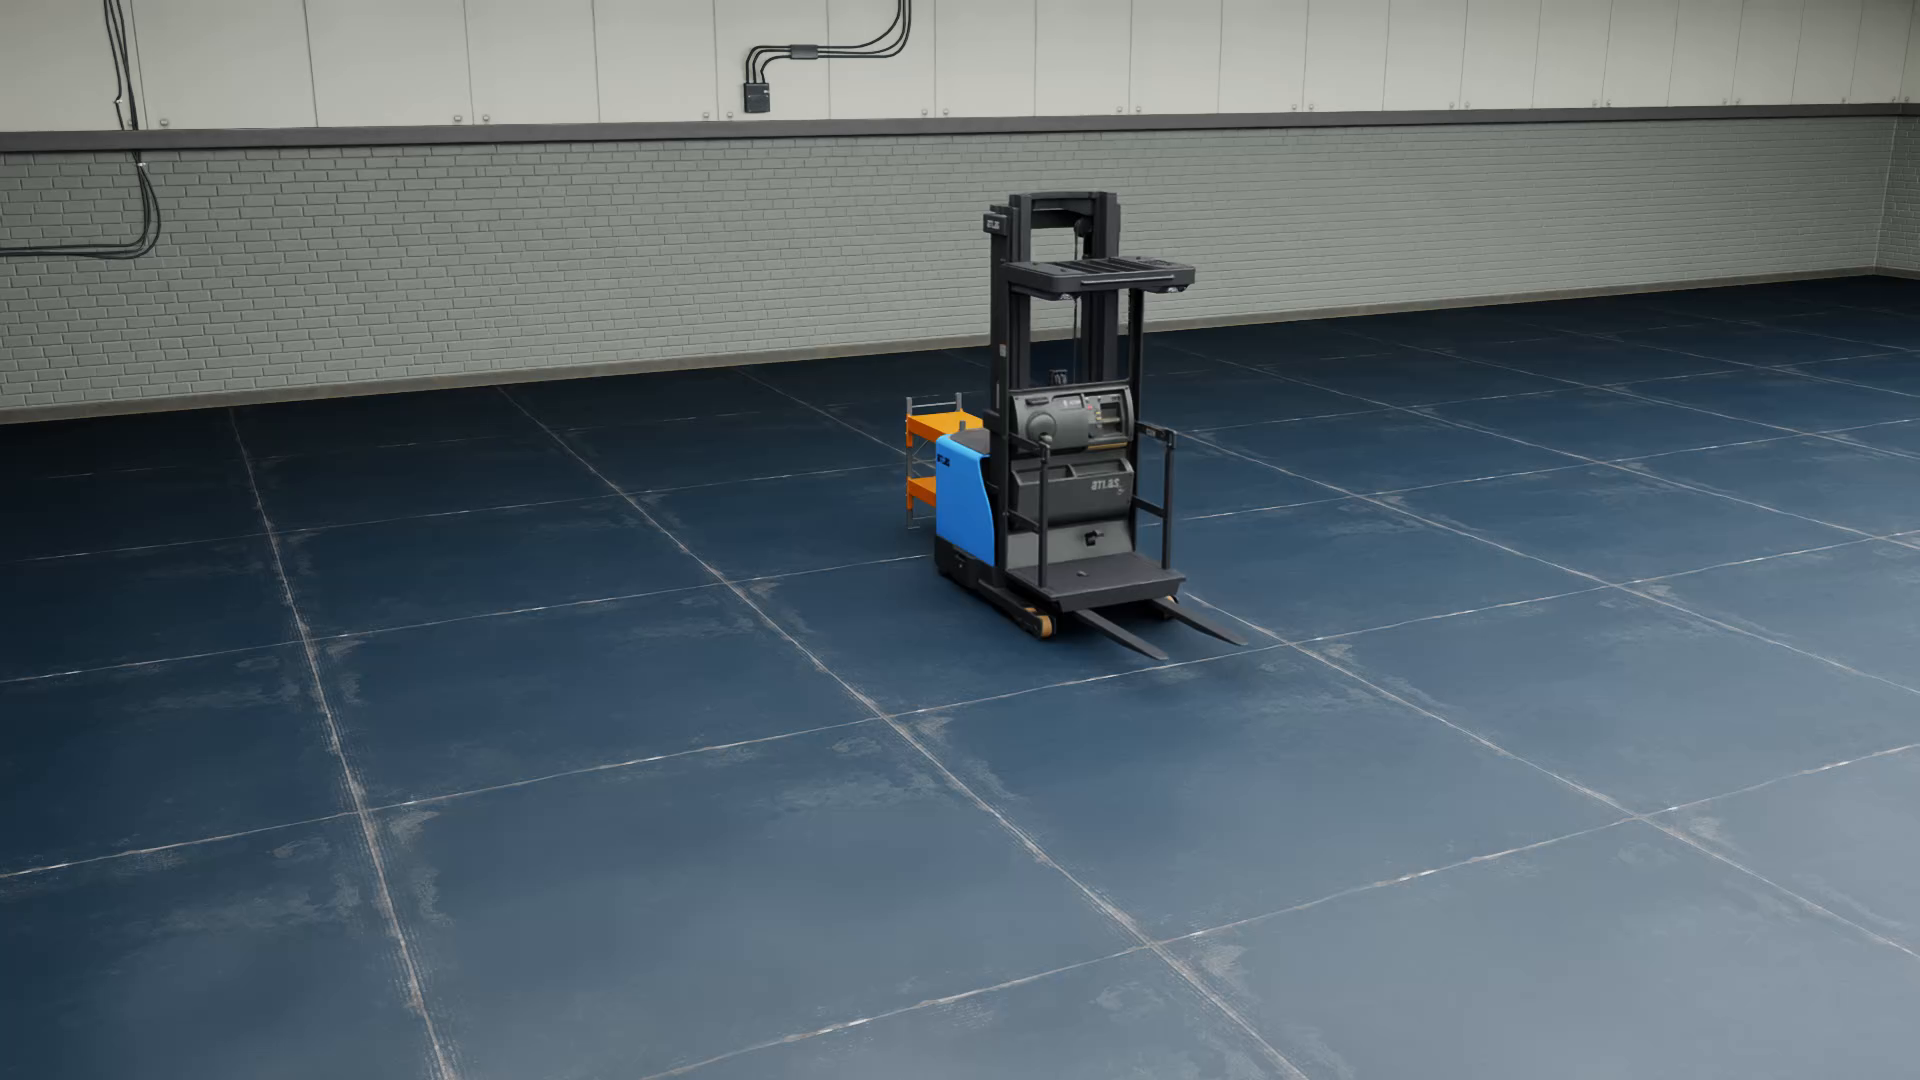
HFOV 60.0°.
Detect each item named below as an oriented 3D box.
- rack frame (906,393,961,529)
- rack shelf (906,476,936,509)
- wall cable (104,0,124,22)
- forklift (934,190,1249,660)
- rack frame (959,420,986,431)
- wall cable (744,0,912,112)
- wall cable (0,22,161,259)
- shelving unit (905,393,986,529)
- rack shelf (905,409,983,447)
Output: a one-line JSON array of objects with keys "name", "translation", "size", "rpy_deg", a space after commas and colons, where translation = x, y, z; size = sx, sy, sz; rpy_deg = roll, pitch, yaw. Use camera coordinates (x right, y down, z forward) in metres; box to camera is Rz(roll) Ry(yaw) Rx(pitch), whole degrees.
[{"name": "rack frame", "translation": [-0.220, -0.665, 14.029], "size": [0.500, 1.125, 0.032], "rpy_deg": [-8, 18, -25]}, {"name": "rack shelf", "translation": [0.003, -0.304, 13.657], "size": [0.538, 0.278, 1.000], "rpy_deg": [-8, 18, -25]}, {"name": "wall cable", "translation": [-7.753, -6.877, 17.873], "size": [3.097, 2.526, 0.112], "rpy_deg": [-8, 18, -25]}, {"name": "forklift", "translation": [0.892, -0.867, 11.460], "size": [1.130, 2.935, 3.031], "rpy_deg": [-8, 18, -25]}, {"name": "rack frame", "translation": [0.226, -0.413, 13.150], "size": [0.500, 1.125, 0.032], "rpy_deg": [-8, 18, -25]}, {"name": "wall cable", "translation": [-1.644, -8.393, 20.517], "size": [2.305, 6.003, 0.169], "rpy_deg": [-8, 18, -25]}, {"name": "wall cable", "translation": [-10.185, -4.122, 17.431], "size": [3.097, 2.526, 0.112], "rpy_deg": [-8, 18, -25]}, {"name": "shelving unit", "translation": [0.003, -0.539, 13.590], "size": [0.538, 1.125, 1.048], "rpy_deg": [-8, 18, -25]}, {"name": "rack shelf", "translation": [0.003, -0.820, 13.509], "size": [0.538, 0.278, 1.000], "rpy_deg": [-8, 18, -25]}]
